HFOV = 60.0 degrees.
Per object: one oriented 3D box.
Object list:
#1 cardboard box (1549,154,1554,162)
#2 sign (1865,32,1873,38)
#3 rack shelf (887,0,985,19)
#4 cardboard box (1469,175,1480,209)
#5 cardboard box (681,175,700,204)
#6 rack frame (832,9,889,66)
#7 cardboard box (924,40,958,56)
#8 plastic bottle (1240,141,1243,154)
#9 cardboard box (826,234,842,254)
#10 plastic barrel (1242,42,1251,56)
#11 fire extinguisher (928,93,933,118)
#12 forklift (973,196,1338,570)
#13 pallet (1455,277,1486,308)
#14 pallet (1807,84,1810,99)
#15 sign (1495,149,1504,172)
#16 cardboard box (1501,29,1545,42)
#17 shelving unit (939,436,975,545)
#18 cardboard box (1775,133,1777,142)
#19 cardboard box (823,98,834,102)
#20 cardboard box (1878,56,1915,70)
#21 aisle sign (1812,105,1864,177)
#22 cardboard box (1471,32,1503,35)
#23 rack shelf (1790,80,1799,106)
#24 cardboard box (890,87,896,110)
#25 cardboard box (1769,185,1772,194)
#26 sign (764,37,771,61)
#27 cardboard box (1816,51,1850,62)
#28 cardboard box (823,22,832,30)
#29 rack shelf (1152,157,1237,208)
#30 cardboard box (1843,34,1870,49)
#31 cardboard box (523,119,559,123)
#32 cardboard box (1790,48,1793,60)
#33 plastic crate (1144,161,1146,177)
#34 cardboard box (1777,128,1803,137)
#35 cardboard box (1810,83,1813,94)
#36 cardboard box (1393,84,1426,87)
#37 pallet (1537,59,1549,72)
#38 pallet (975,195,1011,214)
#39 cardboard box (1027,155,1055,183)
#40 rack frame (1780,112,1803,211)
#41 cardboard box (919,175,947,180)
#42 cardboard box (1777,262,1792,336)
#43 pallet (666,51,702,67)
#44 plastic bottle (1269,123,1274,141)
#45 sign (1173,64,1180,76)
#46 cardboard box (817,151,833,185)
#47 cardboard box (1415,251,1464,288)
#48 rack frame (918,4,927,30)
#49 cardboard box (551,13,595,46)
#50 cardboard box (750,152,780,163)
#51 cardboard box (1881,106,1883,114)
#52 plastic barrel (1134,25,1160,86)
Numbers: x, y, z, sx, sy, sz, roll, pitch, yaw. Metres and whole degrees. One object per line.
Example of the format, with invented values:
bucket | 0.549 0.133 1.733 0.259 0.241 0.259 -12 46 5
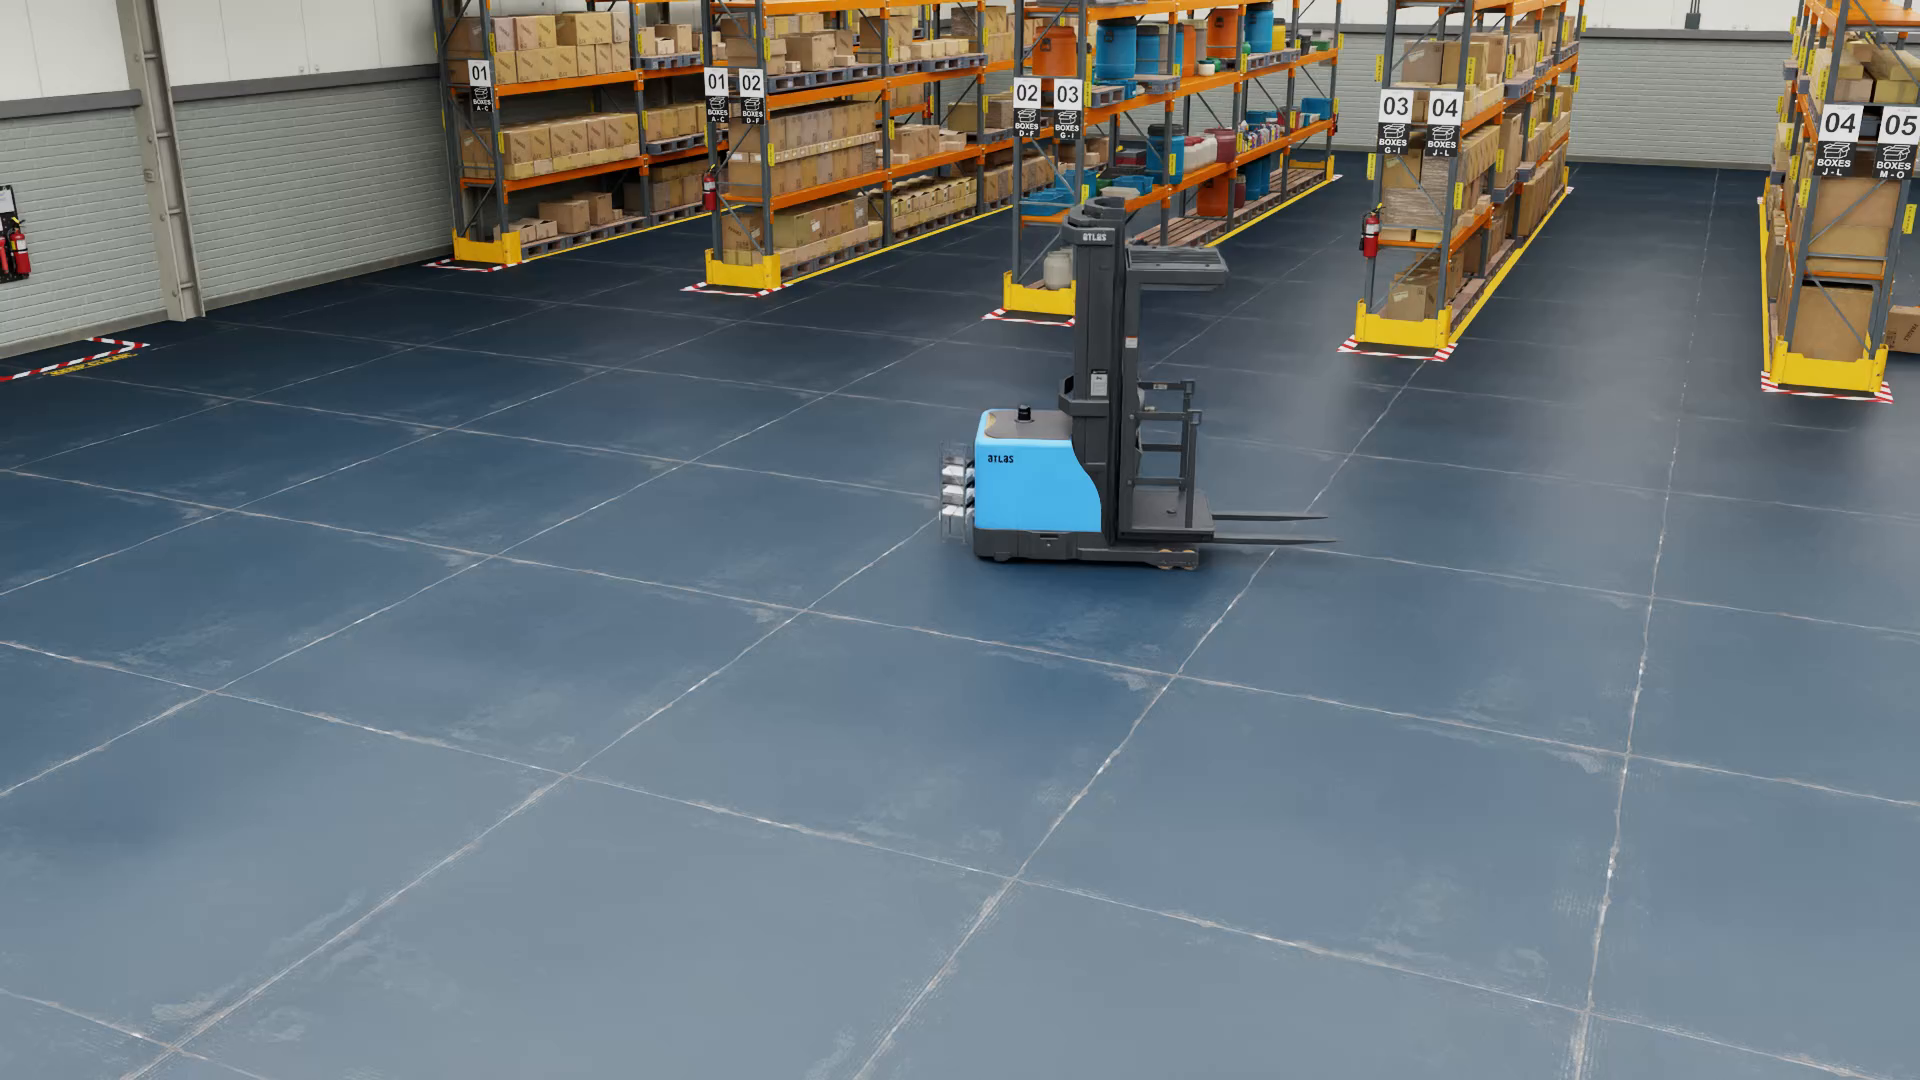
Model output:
cardboard box | 10.992 -7.029 32.302 0.875 0.875 0.875 9 21 23
sign | 15.640 -8.698 28.613 0.100 0.325 0.005 9 21 23
rack shelf | -0.845 -9.467 29.330 1.077 0.370 4.000 9 21 23
cardboard box | 6.782 -4.940 23.288 0.875 0.500 0.500 9 21 23
cardboard box | -5.487 -6.807 32.207 0.700 0.500 0.500 9 21 23
rack frame | -1.664 -9.383 27.423 1.000 3.000 0.127 9 21 23
cardboard box | -0.358 -9.011 30.449 0.500 0.250 0.500 9 22 24
plastic bottle | 5.140 -7.226 30.484 0.061 0.283 0.133 9 21 23
cardboard box | -2.264 -4.828 27.044 0.500 0.250 0.500 9 21 23
plastic barrel | 5.135 -8.929 30.227 0.294 0.245 0.294 0 20 0
fire extinguisher | -0.788 -10.674 40.678 0.296 0.674 0.183 9 21 23
forklift | 1.653 -1.316 13.796 3.031 2.935 1.130 1 20 4
pallet | 7.130 -3.672 24.479 1.003 0.211 1.213 9 21 23
pallet | 12.823 -6.485 24.033 1.003 0.211 1.213 10 22 25
sign | 7.870 -5.532 24.255 0.100 0.325 0.005 9 21 23
cardboard box | 9.827 -8.706 29.215 0.797 0.503 0.637 8 21 22
shelving unit | -0.024 -0.426 14.323 0.258 0.900 0.210 8 21 21
cardboard box | 14.447 -7.013 29.016 0.380 0.149 0.250 8 21 22
cardboard box | -3.068 -9.544 36.206 0.500 0.500 0.500 9 21 23
cardboard box | 11.375 -5.780 20.178 0.380 0.149 0.250 9 21 23
aisle sign | 9.915 -4.506 18.783 0.394 0.787 0.004 9 21 23
cardboard box | 8.583 -8.006 27.133 0.500 0.500 0.500 9 21 23
rack shelf | 14.313 -7.393 27.378 1.077 0.370 4.000 9 21 23
cardboard box | -2.079 -10.432 38.877 0.980 0.700 0.700 7 21 20
cardboard box | 15.934 -6.796 32.287 0.380 0.149 0.250 9 22 24
sign | -2.798 -7.118 24.108 0.100 0.325 0.005 9 21 23
cardboard box | 11.190 -6.180 21.302 0.380 0.149 0.250 8 21 22
cardboard box | -2.842 -11.510 37.327 0.500 0.250 0.500 9 21 23
rack shelf | 3.673 -6.148 28.354 1.077 0.370 4.000 9 21 23
cardboard box | 14.191 -7.855 26.312 0.396 0.266 0.258 9 21 23
cardboard box | -7.194 -6.943 28.589 0.500 0.500 0.500 9 21 23
cardboard box | 16.353 -9.393 32.152 0.500 0.250 0.500 9 22 25
plastic crate | 3.022 -6.248 27.585 0.392 0.384 0.575 9 21 23
cardboard box | 14.126 -6.914 28.295 0.380 0.149 0.250 8 21 22
cardboard box | 11.189 -5.804 21.436 0.380 0.149 0.250 9 21 23
cardboard box | 5.789 -5.794 21.435 0.380 0.149 0.250 8 21 20
pallet | 9.681 -8.290 29.107 1.003 0.211 1.213 10 22 25
pallet | 0.314 -6.688 32.961 1.003 0.211 1.213 9 21 23
cardboard box | 1.672 -7.841 35.115 0.500 0.500 0.500 8 21 22
rack frame | 13.494 -5.707 26.041 1.000 3.000 0.127 9 21 23
cardboard box | -0.508 -6.826 31.826 0.500 0.311 0.500 9 22 25
cardboard box | 10.794 -2.944 20.815 0.875 0.875 0.875 8 21 22
pallet | -5.413 -9.051 31.247 1.213 0.211 1.003 9 21 23
plastic bottle | 6.052 -7.972 32.482 0.144 0.351 0.185 9 21 23
sign | 3.351 -7.214 25.788 0.100 0.325 0.005 9 21 23
cardboard box | -2.468 -5.995 26.701 0.700 0.500 0.500 9 22 24
cardboard box | 6.944 -3.923 24.128 0.500 0.500 0.500 17 26 40
rack frame | -1.271 -13.730 39.646 1.000 3.000 0.127 9 21 23
cardboard box | -6.562 -8.656 28.183 0.500 0.500 0.500 8 21 21
cardboard box | -2.945 -5.777 25.119 0.380 0.149 0.250 8 21 22
cardboard box | 10.755 -4.941 19.007 0.380 0.149 0.250 9 21 23
plastic barrel | 2.864 -7.710 26.448 0.600 0.901 0.708 9 21 23
